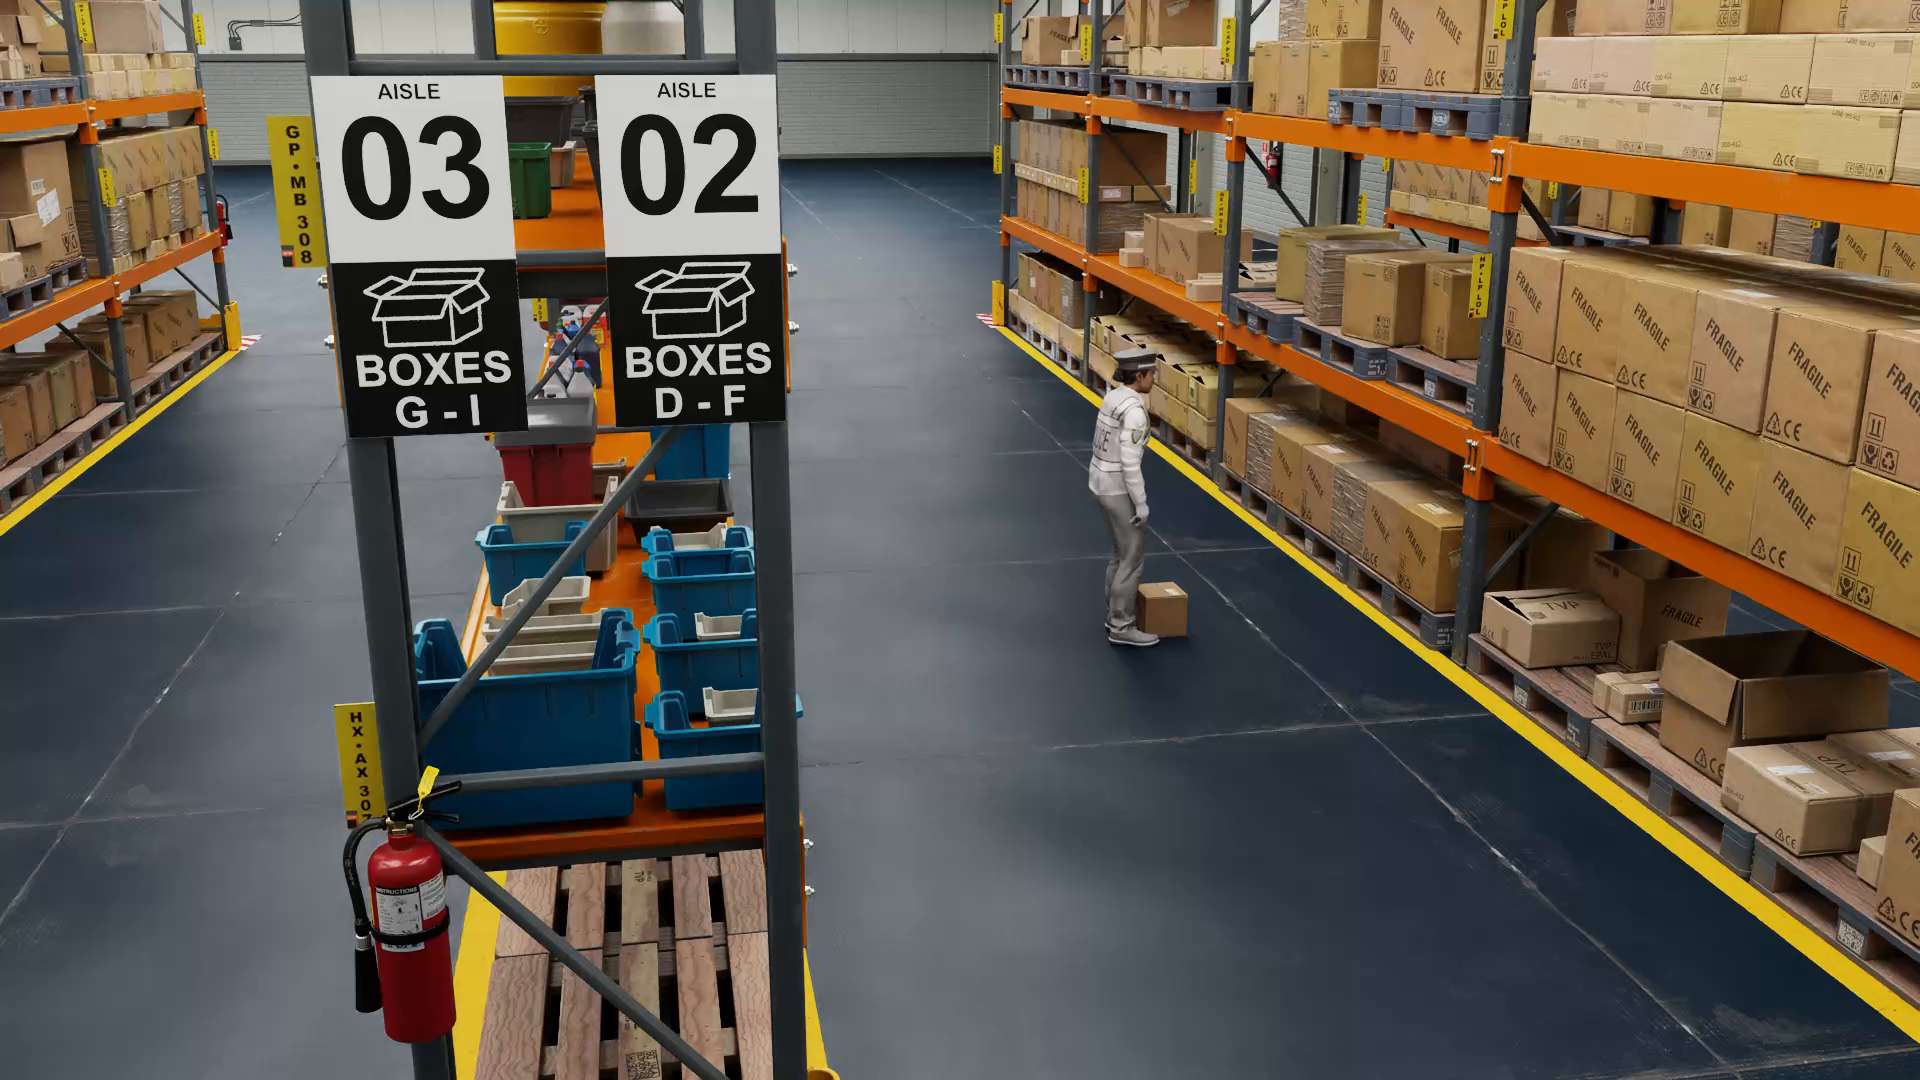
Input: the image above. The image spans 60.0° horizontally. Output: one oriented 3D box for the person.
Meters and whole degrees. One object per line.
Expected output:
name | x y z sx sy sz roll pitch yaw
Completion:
person | 0.942 -0.256 9.395 0.403 1.664 0.528 -3 17 -10
